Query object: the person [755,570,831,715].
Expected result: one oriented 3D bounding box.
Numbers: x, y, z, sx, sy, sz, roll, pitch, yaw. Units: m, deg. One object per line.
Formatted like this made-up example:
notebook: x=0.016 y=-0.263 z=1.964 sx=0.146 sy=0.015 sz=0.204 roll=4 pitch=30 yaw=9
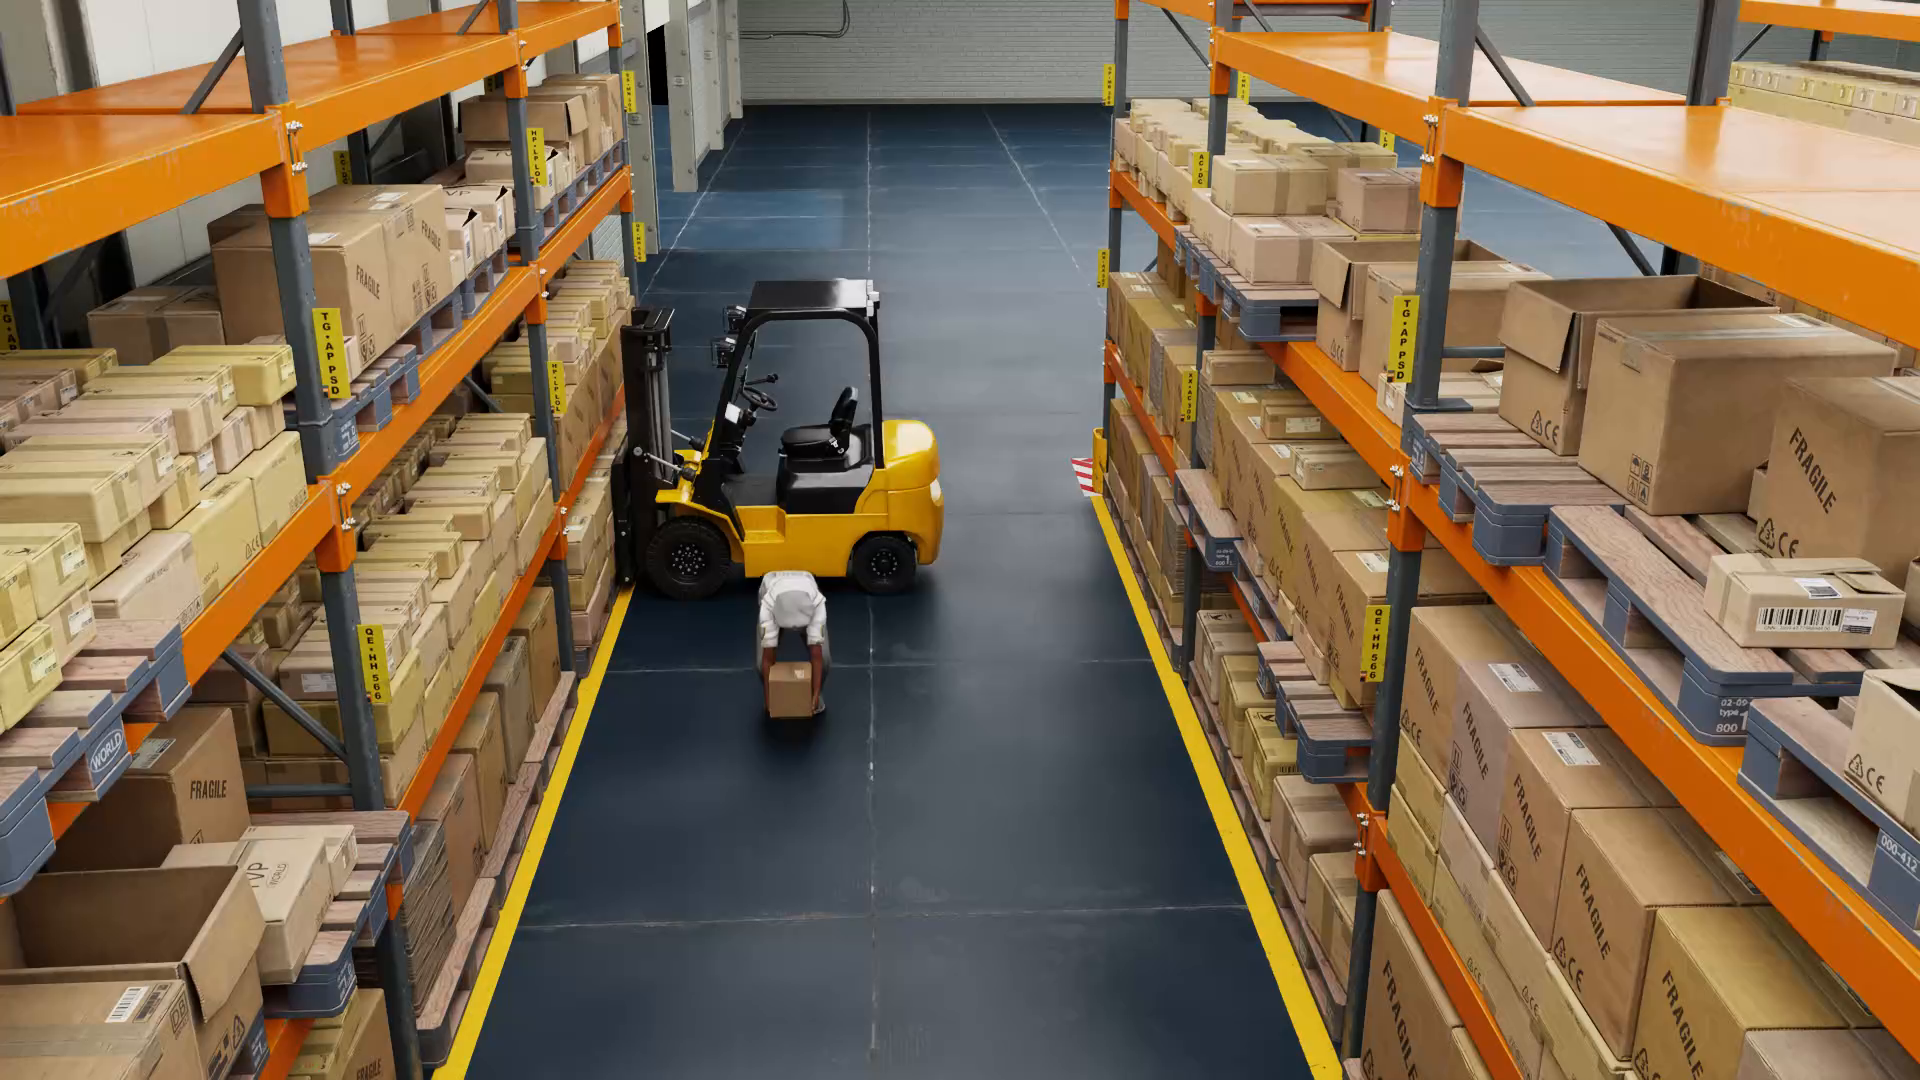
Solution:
person: x=-1.034 y=0.659 z=10.265 sx=0.469 sy=1.003 sz=0.932 roll=-2 pitch=21 yaw=-6
